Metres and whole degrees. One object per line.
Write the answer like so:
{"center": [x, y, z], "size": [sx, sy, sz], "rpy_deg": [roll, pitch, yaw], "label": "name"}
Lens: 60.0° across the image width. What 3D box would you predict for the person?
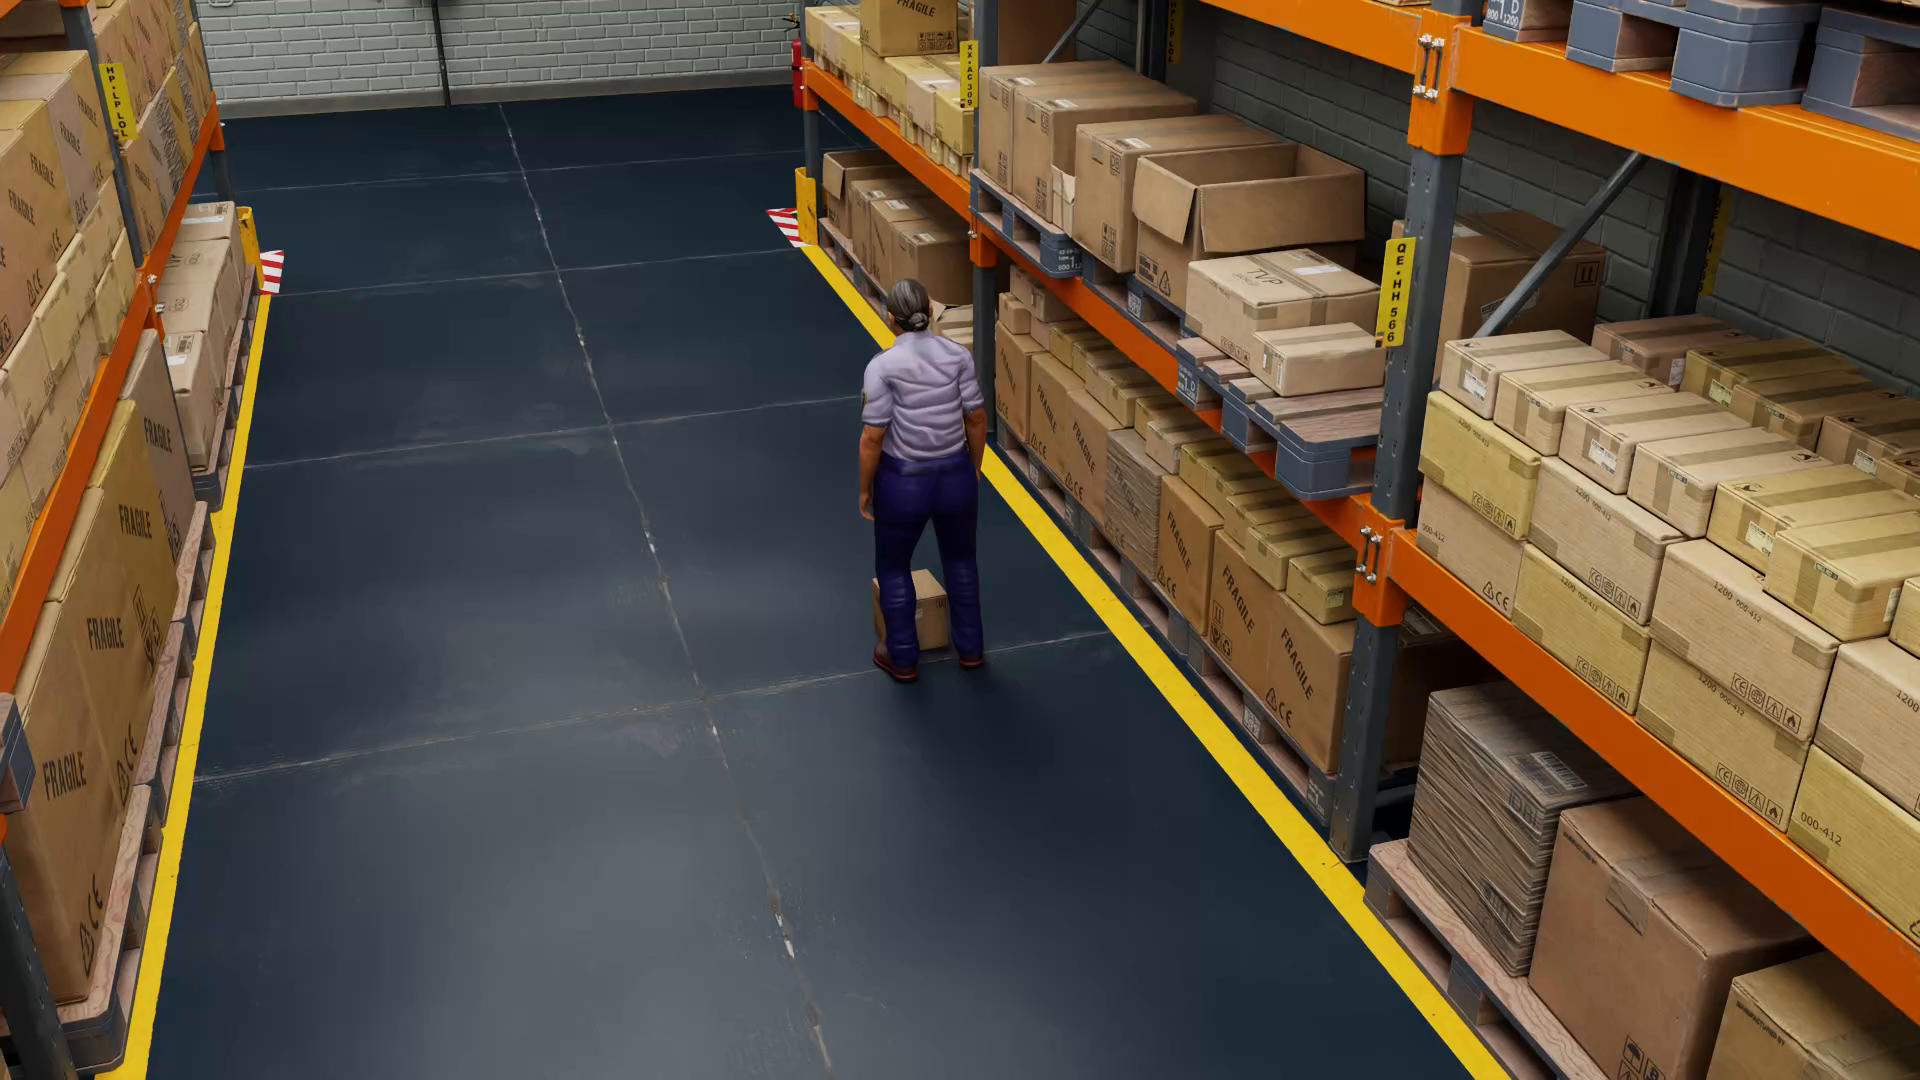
{"center": [-0.127, -0.213, 6.567], "size": [0.544, 1.636, 0.365], "rpy_deg": [-10, 28, -18], "label": "person"}
